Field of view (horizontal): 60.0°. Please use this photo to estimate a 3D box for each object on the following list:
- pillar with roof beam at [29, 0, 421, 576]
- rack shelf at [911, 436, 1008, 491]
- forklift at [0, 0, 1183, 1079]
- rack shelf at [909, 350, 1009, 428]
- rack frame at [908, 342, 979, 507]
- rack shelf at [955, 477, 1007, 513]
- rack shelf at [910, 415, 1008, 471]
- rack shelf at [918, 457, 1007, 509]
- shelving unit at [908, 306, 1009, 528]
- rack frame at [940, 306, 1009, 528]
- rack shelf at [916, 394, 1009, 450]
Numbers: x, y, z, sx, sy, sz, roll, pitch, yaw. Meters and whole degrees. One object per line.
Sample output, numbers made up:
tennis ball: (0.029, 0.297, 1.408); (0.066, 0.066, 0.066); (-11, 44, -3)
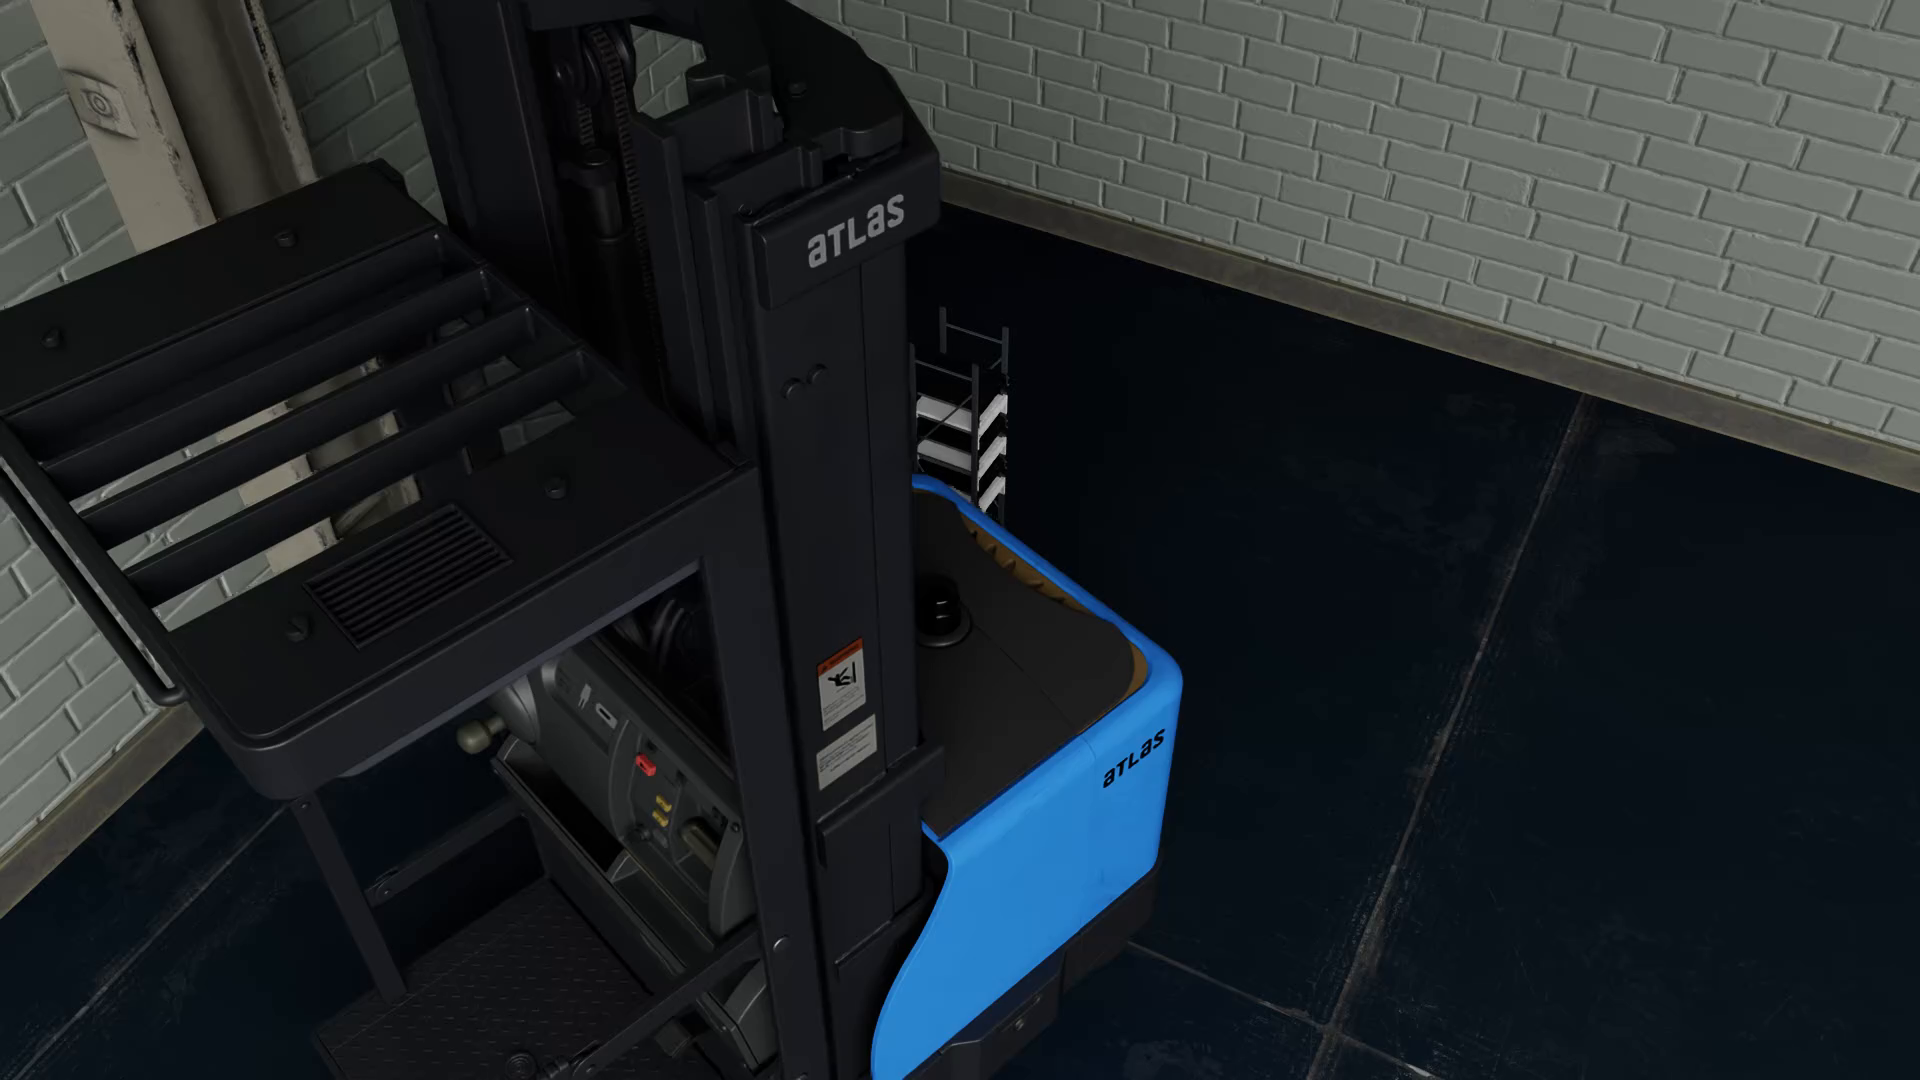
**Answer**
pillar with roof beam: (1.863, -1.522, 0.927); (9.100, 9.000, 0.400); (20, 49, 19)
rack shelf: (-0.004, -0.288, 5.449); (0.258, 0.077, 0.200); (20, 49, 19)
forklift: (-0.878, 0.481, 3.214); (3.031, 2.935, 1.130); (-33, 54, -28)
rack shelf: (-0.004, -0.478, 5.257); (0.258, 0.077, 0.200); (20, 49, 19)
rack frame: (-0.051, -0.247, 5.362); (0.240, 0.900, 0.006); (20, 49, 19)
rack shelf: (-0.004, -0.161, 5.577); (0.258, 0.077, 0.200); (20, 49, 19)
rack shelf: (-0.004, -0.351, 5.385); (0.258, 0.077, 0.200); (20, 49, 19)
rack shelf: (-0.004, -0.225, 5.513); (0.258, 0.077, 0.200); (20, 49, 19)
shelving unit: (-0.004, -0.311, 5.425); (0.258, 0.900, 0.210); (20, 49, 19)
rack frame: (0.043, -0.375, 5.488); (0.240, 0.900, 0.006); (20, 49, 19)
rack shelf: (-0.004, -0.414, 5.321); (0.258, 0.077, 0.200); (20, 49, 19)
